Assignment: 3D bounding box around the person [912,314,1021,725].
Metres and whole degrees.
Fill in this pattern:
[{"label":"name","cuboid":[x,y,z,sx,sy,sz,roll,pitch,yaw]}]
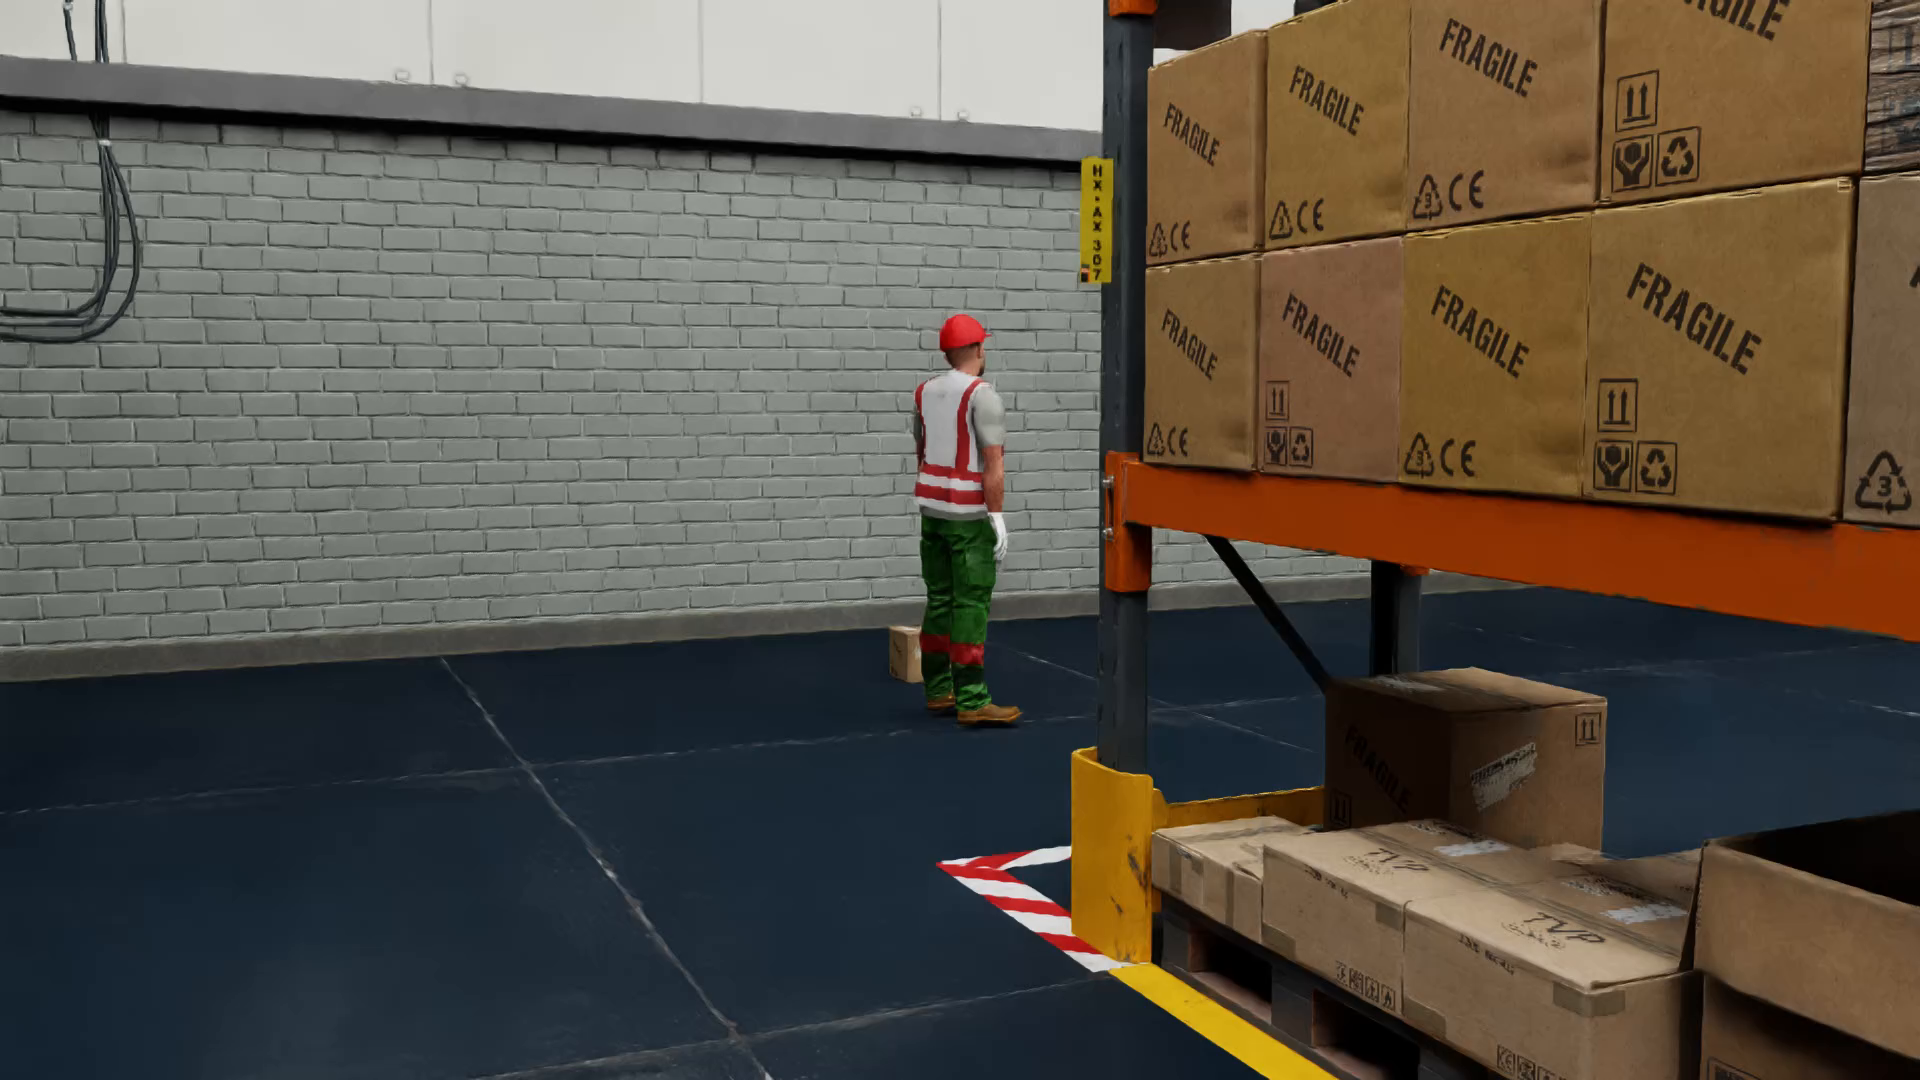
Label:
[{"label":"person","cuboid":[0.012,-0.104,7.422,0.382,1.795,0.629,-5,7,-42]}]
